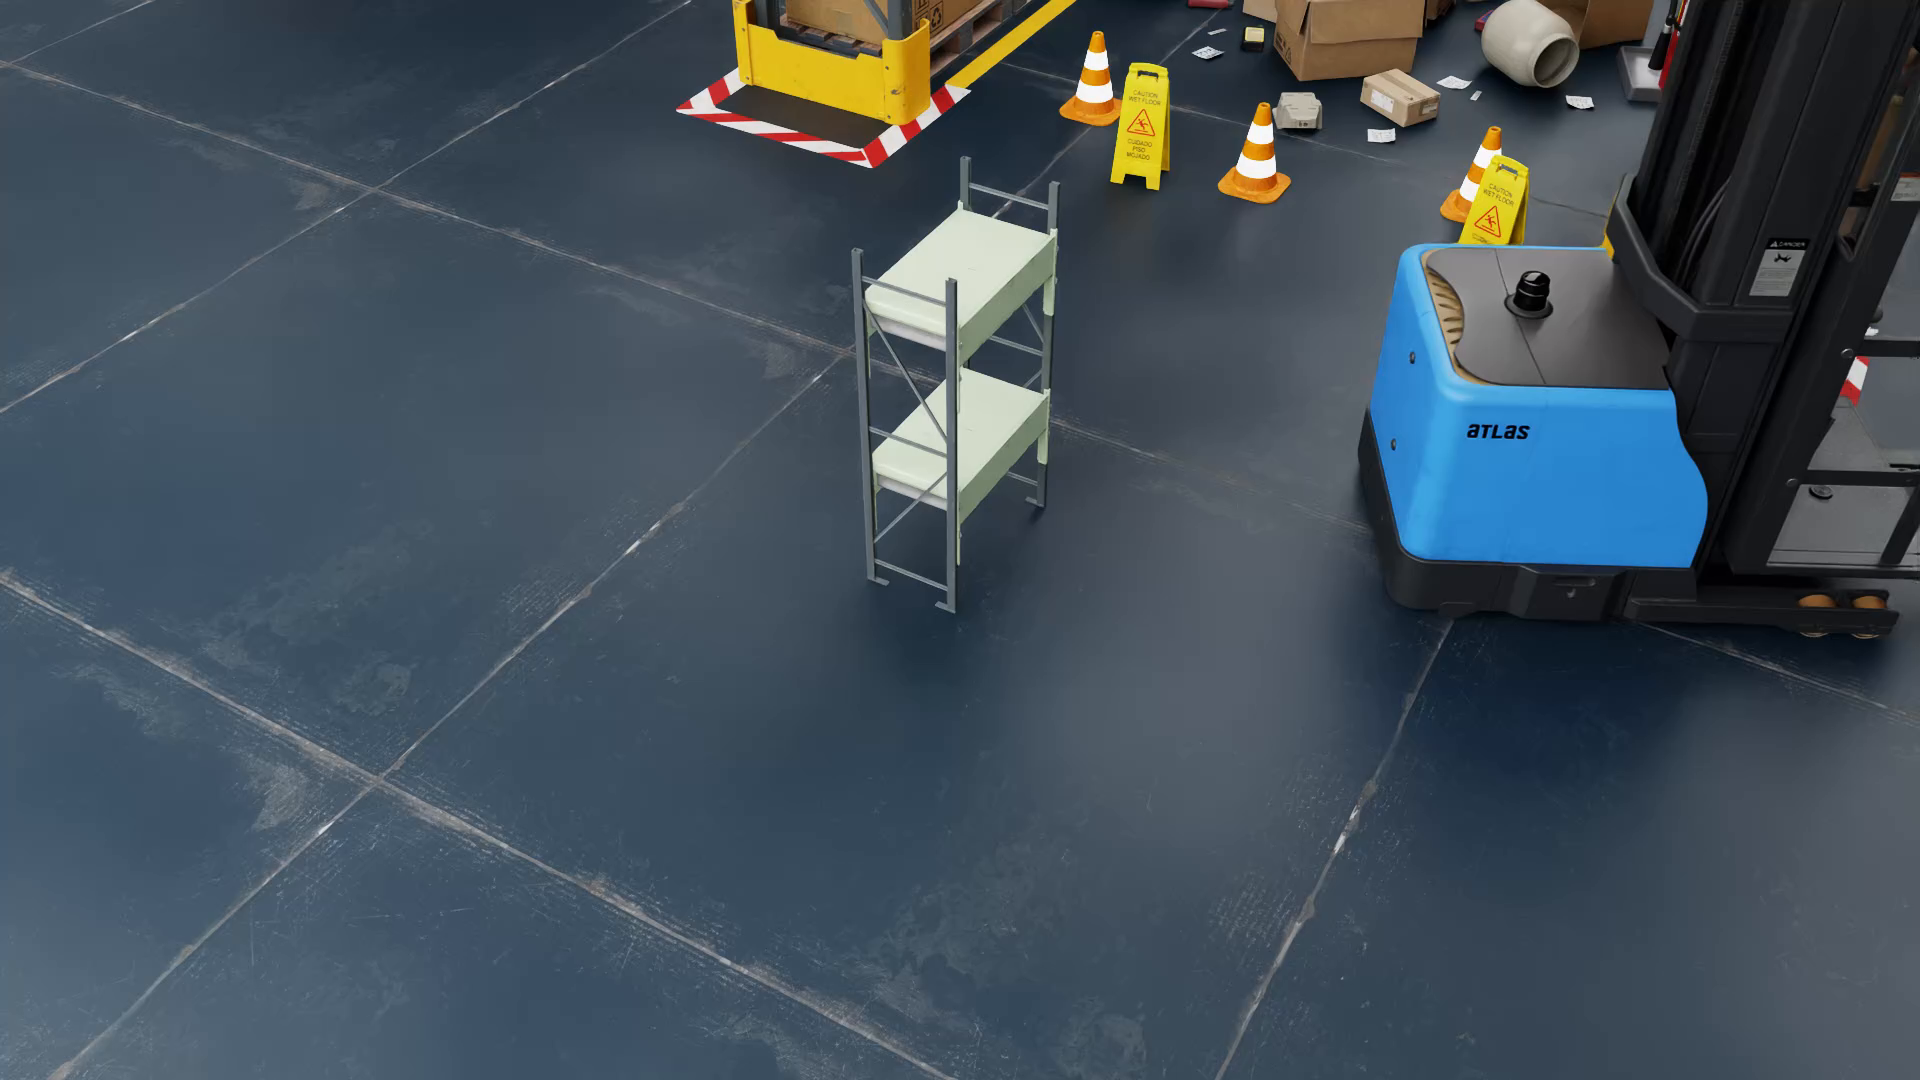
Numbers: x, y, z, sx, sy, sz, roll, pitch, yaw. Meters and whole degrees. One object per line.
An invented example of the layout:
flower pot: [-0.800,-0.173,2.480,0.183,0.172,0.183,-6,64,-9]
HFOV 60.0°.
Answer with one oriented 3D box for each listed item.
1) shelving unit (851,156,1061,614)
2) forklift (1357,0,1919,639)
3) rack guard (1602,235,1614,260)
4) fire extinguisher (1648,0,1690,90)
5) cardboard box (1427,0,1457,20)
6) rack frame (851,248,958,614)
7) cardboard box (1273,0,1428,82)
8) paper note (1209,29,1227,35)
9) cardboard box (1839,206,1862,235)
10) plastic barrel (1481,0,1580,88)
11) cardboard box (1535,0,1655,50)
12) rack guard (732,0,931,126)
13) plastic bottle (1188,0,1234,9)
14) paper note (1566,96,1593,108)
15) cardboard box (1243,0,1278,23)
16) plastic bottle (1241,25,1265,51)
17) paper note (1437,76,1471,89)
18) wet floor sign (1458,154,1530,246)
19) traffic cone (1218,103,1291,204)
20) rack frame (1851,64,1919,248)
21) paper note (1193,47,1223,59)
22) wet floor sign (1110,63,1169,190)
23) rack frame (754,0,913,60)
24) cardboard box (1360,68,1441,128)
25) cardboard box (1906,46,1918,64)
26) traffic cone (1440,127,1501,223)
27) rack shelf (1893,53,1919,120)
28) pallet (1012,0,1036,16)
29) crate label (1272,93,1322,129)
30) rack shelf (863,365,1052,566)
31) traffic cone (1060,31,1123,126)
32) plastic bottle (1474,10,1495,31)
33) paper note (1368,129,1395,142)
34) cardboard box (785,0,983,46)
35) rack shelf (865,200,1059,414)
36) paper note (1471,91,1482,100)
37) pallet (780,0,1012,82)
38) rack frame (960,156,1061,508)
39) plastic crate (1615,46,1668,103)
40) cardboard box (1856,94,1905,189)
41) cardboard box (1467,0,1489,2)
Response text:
shelving unit: [-0.003,-0.559,6.250,0.431,1.500,0.755,21,45,22]
forklift: [3.180,-1.087,5.767,3.031,2.935,1.130,2,41,2]
rack guard: [3.648,-1.288,7.834,1.175,0.500,0.348,21,45,22]
fire extinguisher: [3.154,-2.240,7.083,0.296,0.674,0.183,21,45,22]
cardboard box: [2.758,-3.677,10.441,0.797,0.637,0.503,21,45,22]
rack frame: [-0.186,-0.350,6.012,0.400,1.500,0.023,21,45,22]
cardboard box: [2.297,-3.088,9.876,0.797,0.503,0.637,-7,42,-7]
paper note: [1.598,-3.157,10.328,0.123,0.001,0.032,-21,45,-22]
cardboard box: [4.253,-1.678,8.149,0.500,0.250,0.500,21,45,22]
plastic barrel: [3.333,-2.898,9.721,0.421,0.421,0.512,-14,43,-15]
cardboard box: [3.897,-3.371,10.198,0.500,0.500,0.500,-14,43,-15]
rack guard: [-0.738,-2.810,9.562,1.175,0.500,0.348,21,45,22]
plastic bottle: [1.606,-3.447,10.618,0.283,0.061,0.133,7,42,8]
paper note: [3.583,-2.537,9.607,0.142,0.019,0.148,7,42,8]
cardboard box: [2.010,-3.432,10.446,0.396,0.266,0.258,29,49,29]
plastic bottle: [1.803,-3.093,10.216,0.133,0.061,0.283,7,42,8]
paper note: [2.914,-2.699,9.801,0.142,0.019,0.148,-29,49,-29]
wet floor sign: [2.588,-1.544,8.015,0.232,0.644,0.267,-29,49,-29]
traffic cone: [1.577,-2.075,8.757,0.336,0.463,0.334,21,45,22]
rack frame: [3.610,-2.182,6.958,1.000,3.000,0.127,21,45,22]
paper note: [1.507,-2.959,10.088,0.142,0.017,0.144,-29,49,-29]
wet floor sign: [0.973,-2.207,8.767,0.267,0.644,0.232,14,43,15]
rack frame: [-0.726,-3.762,8.752,1.000,3.000,0.127,21,45,22]
cardboard box: [2.517,-2.530,9.510,0.250,0.149,0.380,-21,45,-22]
cardboard box: [3.959,-2.214,7.184,0.380,0.149,0.250,21,46,22]
traffic cone: [2.708,-1.903,8.561,0.336,0.463,0.334,21,45,22]
rack shelf: [4.611,-3.057,8.496,1.077,0.370,4.000,21,45,22]
pallet: [0.217,-3.894,11.012,1.003,0.211,1.213,21,45,22]
crate label: [1.917,-2.424,9.398,0.250,0.136,0.298,0,41,0]
rack shelf: [-0.003,-0.314,6.465,0.431,0.370,0.720,21,45,22]
traffic cone: [0.769,-2.644,9.402,0.336,0.463,0.334,21,45,22]
plastic bottle: [3.342,-3.250,10.394,0.133,0.061,0.283,29,49,29]
paper note: [2.360,-2.267,9.301,0.148,0.019,0.142,7,42,8]
cardboard box: [-0.444,-3.532,9.781,0.875,0.875,0.875,21,46,22]
rack shelf: [-0.003,-0.852,5.992,0.431,0.370,0.720,21,45,22]
paper note: [3.006,-2.589,9.682,0.032,0.001,0.123,21,45,22]
pallet: [-0.394,-3.198,10.222,1.003,0.211,1.213,21,45,22]
rack frame: [0.180,-0.768,6.488,0.400,1.500,0.023,21,45,22]
plastic crate: [4.116,-2.748,9.810,0.402,0.080,0.583,7,42,8]
cardboard box: [4.264,-1.973,7.917,0.500,0.500,0.500,19,45,21]
cardboard box: [3.346,-3.689,10.738,0.258,0.266,0.396,-7,42,-7]
